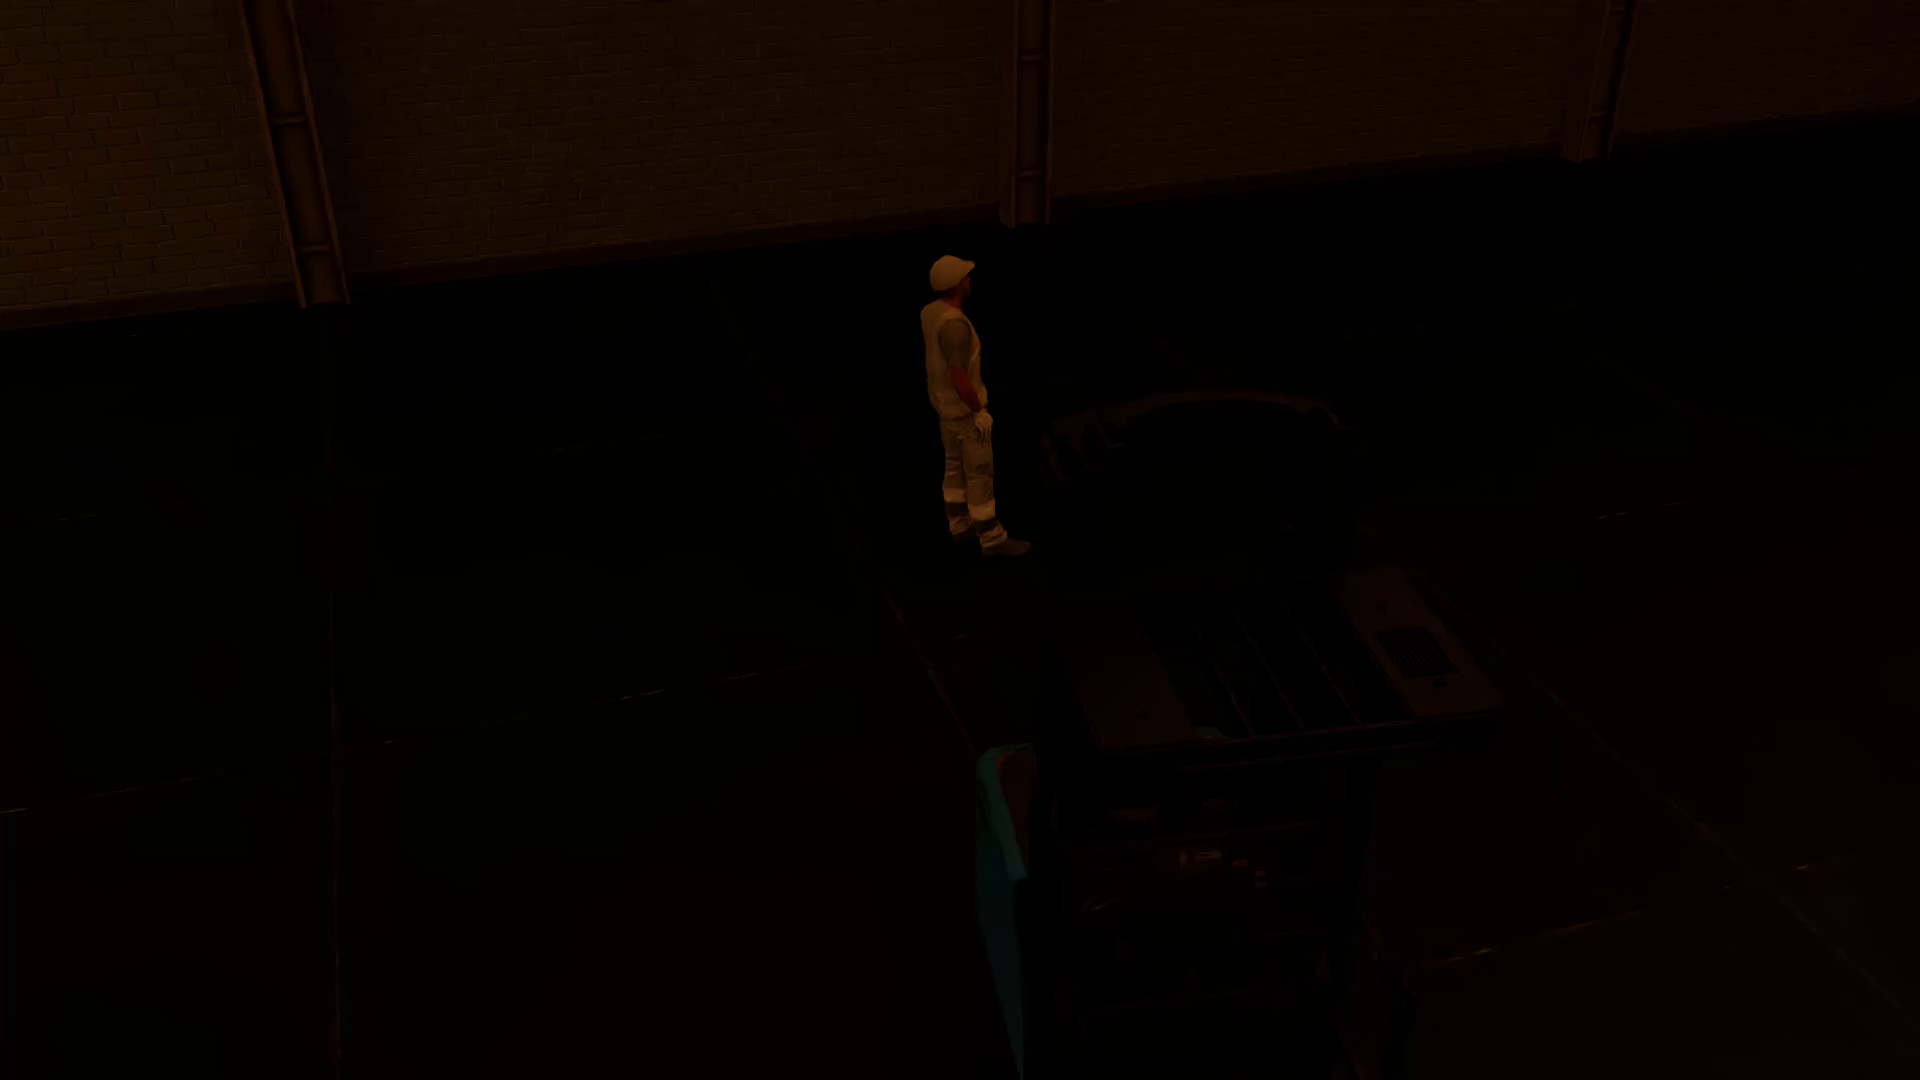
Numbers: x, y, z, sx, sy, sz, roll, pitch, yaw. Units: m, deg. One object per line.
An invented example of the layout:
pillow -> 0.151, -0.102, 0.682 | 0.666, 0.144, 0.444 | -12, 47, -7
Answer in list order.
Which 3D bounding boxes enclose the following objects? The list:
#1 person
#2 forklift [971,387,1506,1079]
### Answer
person -> 0.080, -0.789, 9.589 | 0.563, 1.787, 0.637 | -10, 31, -16
forklift -> 0.806, 1.149, 5.090 | 1.130, 2.935, 3.031 | -5, 30, -8
